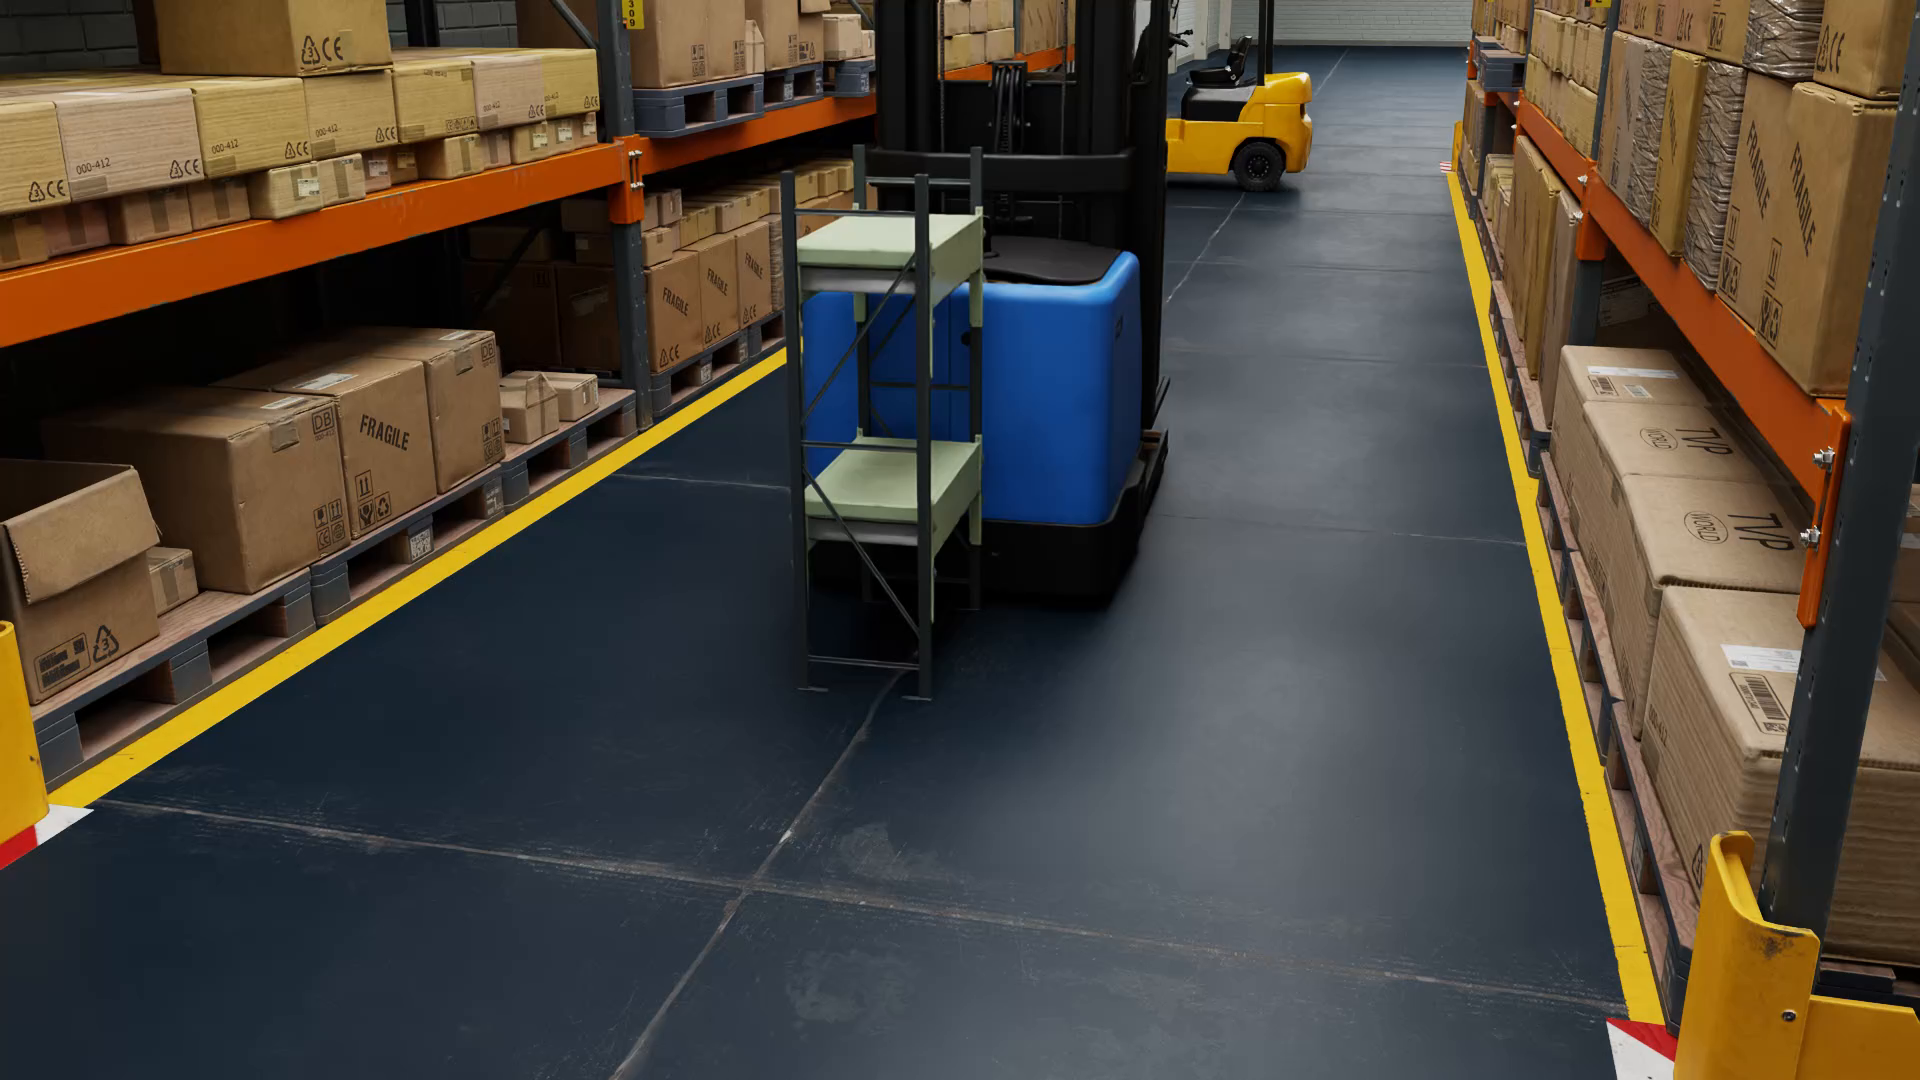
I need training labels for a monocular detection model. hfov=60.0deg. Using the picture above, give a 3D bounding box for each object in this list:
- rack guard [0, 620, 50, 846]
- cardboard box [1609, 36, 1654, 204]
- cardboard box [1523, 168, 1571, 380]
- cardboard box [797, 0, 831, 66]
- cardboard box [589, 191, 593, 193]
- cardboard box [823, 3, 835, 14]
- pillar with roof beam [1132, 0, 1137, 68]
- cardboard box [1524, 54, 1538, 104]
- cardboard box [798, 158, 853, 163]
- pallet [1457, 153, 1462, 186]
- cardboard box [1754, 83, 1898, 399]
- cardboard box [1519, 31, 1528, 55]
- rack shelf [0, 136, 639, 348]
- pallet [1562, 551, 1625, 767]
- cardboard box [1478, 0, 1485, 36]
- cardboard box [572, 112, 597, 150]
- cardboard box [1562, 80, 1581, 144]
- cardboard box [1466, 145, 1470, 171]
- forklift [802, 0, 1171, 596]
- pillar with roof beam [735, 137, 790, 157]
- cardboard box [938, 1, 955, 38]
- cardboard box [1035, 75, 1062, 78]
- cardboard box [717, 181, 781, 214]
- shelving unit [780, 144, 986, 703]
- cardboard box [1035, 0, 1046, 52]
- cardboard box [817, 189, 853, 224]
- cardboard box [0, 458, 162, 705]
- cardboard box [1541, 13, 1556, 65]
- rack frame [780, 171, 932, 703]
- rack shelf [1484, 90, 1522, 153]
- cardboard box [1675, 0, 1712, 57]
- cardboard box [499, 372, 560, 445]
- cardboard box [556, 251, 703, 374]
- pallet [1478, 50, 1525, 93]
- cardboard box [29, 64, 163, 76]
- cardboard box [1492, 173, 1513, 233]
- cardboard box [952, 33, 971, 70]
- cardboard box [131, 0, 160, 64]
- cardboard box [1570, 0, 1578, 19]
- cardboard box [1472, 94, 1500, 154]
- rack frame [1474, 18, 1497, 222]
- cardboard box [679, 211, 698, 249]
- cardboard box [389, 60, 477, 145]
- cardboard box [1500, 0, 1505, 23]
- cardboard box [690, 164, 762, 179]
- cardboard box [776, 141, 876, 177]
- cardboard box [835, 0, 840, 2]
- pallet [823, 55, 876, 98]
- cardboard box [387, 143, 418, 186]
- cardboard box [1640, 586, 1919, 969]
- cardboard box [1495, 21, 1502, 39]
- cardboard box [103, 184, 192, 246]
[{"bbox_3d":[-2.883,0.447,4.106,1.175,0.500,0.348,5,19,13],"label":"rack guard"},{"bbox_3d":[2.395,-1.339,5.312,0.500,0.500,0.500,5,19,14],"label":"cardboard box"},{"bbox_3d":[3.177,-1.253,7.852,0.875,0.875,0.875,5,20,15],"label":"cardboard box"},{"bbox_3d":[-1.166,-2.941,9.348,0.797,0.503,0.637,4,19,12],"label":"cardboard box"},{"bbox_3d":[-1.839,-1.836,9.136,0.380,0.149,0.250,5,19,14],"label":"cardboard box"},{"bbox_3d":[-1.106,-3.548,11.393,0.500,0.250,0.500,5,20,15],"label":"cardboard box"},{"bbox_3d":[7.070,-11.840,26.931,9.100,9.000,0.400,5,19,13],"label":"pillar with roof beam"},{"bbox_3d":[3.504,-2.624,9.463,0.500,0.250,0.500,4,19,12],"label":"cardboard box"},{"bbox_3d":[-0.822,-2.368,10.693,0.380,0.149,0.250,4,19,11],"label":"cardboard box"},{"bbox_3d":[5.571,-3.741,16.814,1.003,0.211,1.213,5,19,13],"label":"pallet"},{"bbox_3d":[1.774,-0.541,2.976,0.500,0.500,0.500,5,19,14],"label":"cardboard box"},{"bbox_3d":[3.715,-3.120,10.420,0.380,0.149,0.250,5,19,14],"label":"cardboard box"},{"bbox_3d":[-2.412,-0.999,5.584,1.077,0.370,4.000,5,19,13],"label":"rack shelf"},{"bbox_3d":[2.333,0.360,4.807,1.003,0.211,1.213,5,19,13],"label":"pallet"},{"bbox_3d":[5.075,-4.916,15.323,0.500,0.500,0.500,4,19,12],"label":"cardboard box"},{"bbox_3d":[-1.757,-1.727,6.993,0.380,0.149,0.250,5,19,14],"label":"cardboard box"},{"bbox_3d":[2.881,-1.824,7.120,0.500,0.250,0.500,4,19,13],"label":"cardboard box"},{"bbox_3d":[4.978,-3.513,15.438,0.500,0.250,0.500,5,19,14],"label":"cardboard box"},{"bbox_3d":[0.276,-1.644,6.466,1.130,2.935,3.031,4,19,11],"label":"forklift"},{"bbox_3d":[2.673,-6.199,10.413,9.100,9.000,0.400,5,19,13],"label":"pillar with roof beam"},{"bbox_3d":[-0.332,-3.825,12.203,0.500,0.250,0.500,4,19,12],"label":"cardboard box"},{"bbox_3d":[1.079,-4.768,17.565,0.500,0.250,0.500,5,19,14],"label":"cardboard box"},{"bbox_3d":[-1.173,-1.954,9.483,0.380,0.149,0.250,4,19,11],"label":"cardboard box"},{"bbox_3d":[-0.204,-0.371,4.952,0.431,1.500,0.755,4,19,11],"label":"shelving unit"},{"bbox_3d":[0.504,-4.804,15.457,0.500,0.500,0.500,5,19,14],"label":"cardboard box"},{"bbox_3d":[-0.974,-1.930,10.415,0.500,0.500,0.500,4,19,13],"label":"cardboard box"},{"bbox_3d":[-2.660,0.086,4.507,0.797,0.503,0.637,4,19,11],"label":"cardboard box"},{"bbox_3d":[3.243,-2.538,8.436,0.500,0.250,0.500,5,19,13],"label":"cardboard box"},{"bbox_3d":[-0.278,-0.255,4.613,0.400,1.500,0.023,4,19,11],"label":"rack frame"},{"bbox_3d":[4.356,-3.115,11.781,1.077,0.370,4.000,5,19,13],"label":"rack shelf"},{"bbox_3d":[2.148,-1.490,4.208,0.500,0.500,0.500,5,19,13],"label":"cardboard box"},{"bbox_3d":[-1.862,-0.561,6.770,0.396,0.266,0.258,5,20,15],"label":"cardboard box"},{"bbox_3d":[-1.587,-1.116,8.031,0.500,0.500,0.500,6,20,16],"label":"cardboard box"},{"bbox_3d":[3.939,-2.970,10.539,1.213,0.211,1.003,5,19,13],"label":"pallet"},{"bbox_3d":[-2.665,-1.427,5.498,0.500,0.250,0.500,5,19,13],"label":"cardboard box"},{"bbox_3d":[4.379,-2.430,12.076,0.950,0.372,0.625,5,20,15],"label":"cardboard box"},{"bbox_3d":[-0.226,-3.750,12.759,0.500,0.250,0.500,5,20,15],"label":"cardboard box"},{"bbox_3d":[-2.546,-1.945,5.853,0.500,0.500,0.500,4,19,12],"label":"cardboard box"},{"bbox_3d":[3.018,-2.576,7.386,0.500,0.500,0.500,5,20,15],"label":"cardboard box"},{"bbox_3d":[4.852,-3.701,14.827,0.500,0.500,0.500,5,19,14],"label":"cardboard box"},{"bbox_3d":[4.845,-4.083,13.500,1.000,3.000,0.127,5,19,13],"label":"rack frame"},{"bbox_3d":[-1.534,-1.555,8.312,0.380,0.149,0.250,4,19,11],"label":"cardboard box"},{"bbox_3d":[-2.054,-1.544,5.838,0.500,0.250,0.500,5,19,13],"label":"cardboard box"},{"bbox_3d":[4.081,-3.872,11.620,0.500,0.500,0.500,4,19,11],"label":"cardboard box"},{"bbox_3d":[-1.450,-2.238,10.314,0.380,0.149,0.250,5,19,14],"label":"cardboard box"},{"bbox_3d":[-0.781,-2.489,11.859,0.875,0.625,0.625,5,20,15],"label":"cardboard box"},{"bbox_3d":[-0.985,-3.859,11.687,0.380,0.149,0.250,5,19,13],"label":"cardboard box"},{"bbox_3d":[-1.044,-2.911,10.366,1.213,0.211,1.003,5,19,13],"label":"pallet"},{"bbox_3d":[-2.136,-1.326,5.818,0.380,0.149,0.250,5,19,14],"label":"cardboard box"},{"bbox_3d":[1.977,0.477,3.463,0.875,0.438,0.875,4,19,12],"label":"cardboard box"},{"bbox_3d":[4.334,-3.937,12.811,0.380,0.149,0.250,5,20,14],"label":"cardboard box"},{"bbox_3d":[-2.386,-0.918,4.622,0.380,0.149,0.250,5,20,15],"label":"cardboard box"}]
